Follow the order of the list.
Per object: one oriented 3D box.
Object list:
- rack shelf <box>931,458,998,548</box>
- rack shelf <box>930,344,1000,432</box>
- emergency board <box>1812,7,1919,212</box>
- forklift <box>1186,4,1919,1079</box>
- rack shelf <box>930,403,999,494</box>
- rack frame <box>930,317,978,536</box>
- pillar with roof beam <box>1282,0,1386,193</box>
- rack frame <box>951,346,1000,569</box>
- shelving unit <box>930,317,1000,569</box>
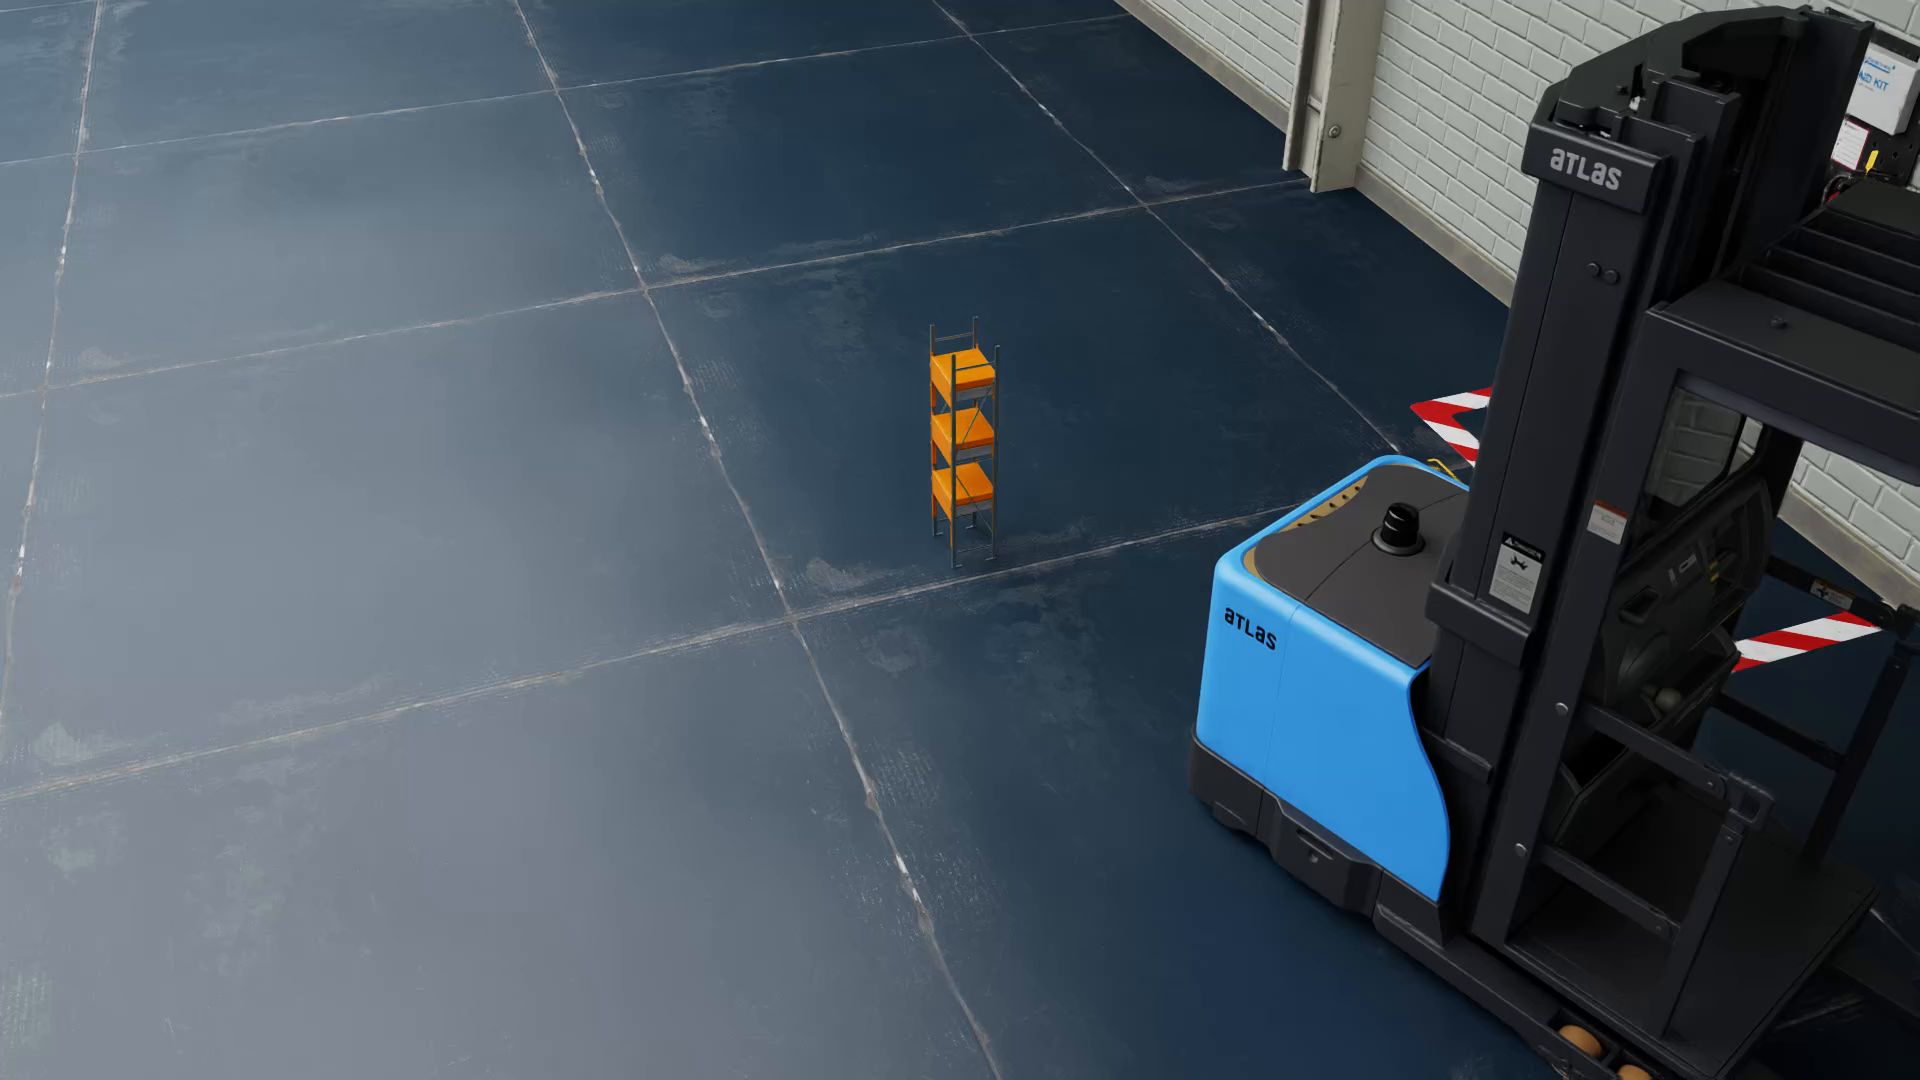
[{"bbox_3d":[0.018,-0.159,7.068,0.215,0.259,0.240,-12,39,-16],"label":"rack shelf"},{"bbox_3d":[0.018,-0.607,6.730,0.215,0.259,0.240,-12,39,-16],"label":"rack shelf"},{"bbox_3d":[3.461,-1.447,6.678,0.194,1.169,0.643,-12,39,-16],"label":"emergency board"},{"bbox_3d":[2.178,0.210,4.535,1.130,2.935,3.031,-29,46,-33],"label":"forklift"},{"bbox_3d":[0.018,-0.381,6.900,0.215,0.259,0.240,-12,39,-16],"label":"rack shelf"},{"bbox_3d":[-0.024,-0.458,6.986,0.200,1.050,0.008,-12,39,-16],"label":"rack frame"},{"bbox_3d":[-1.831,-4.937,6.326,9.100,9.000,0.400,-12,39,-16],"label":"pillar with roof beam"},{"bbox_3d":[0.060,-0.320,6.803,0.200,1.050,0.008,-12,39,-16],"label":"rack frame"},{"bbox_3d":[0.018,-0.389,6.894,0.215,1.050,0.252,-12,39,-16],"label":"shelving unit"}]
